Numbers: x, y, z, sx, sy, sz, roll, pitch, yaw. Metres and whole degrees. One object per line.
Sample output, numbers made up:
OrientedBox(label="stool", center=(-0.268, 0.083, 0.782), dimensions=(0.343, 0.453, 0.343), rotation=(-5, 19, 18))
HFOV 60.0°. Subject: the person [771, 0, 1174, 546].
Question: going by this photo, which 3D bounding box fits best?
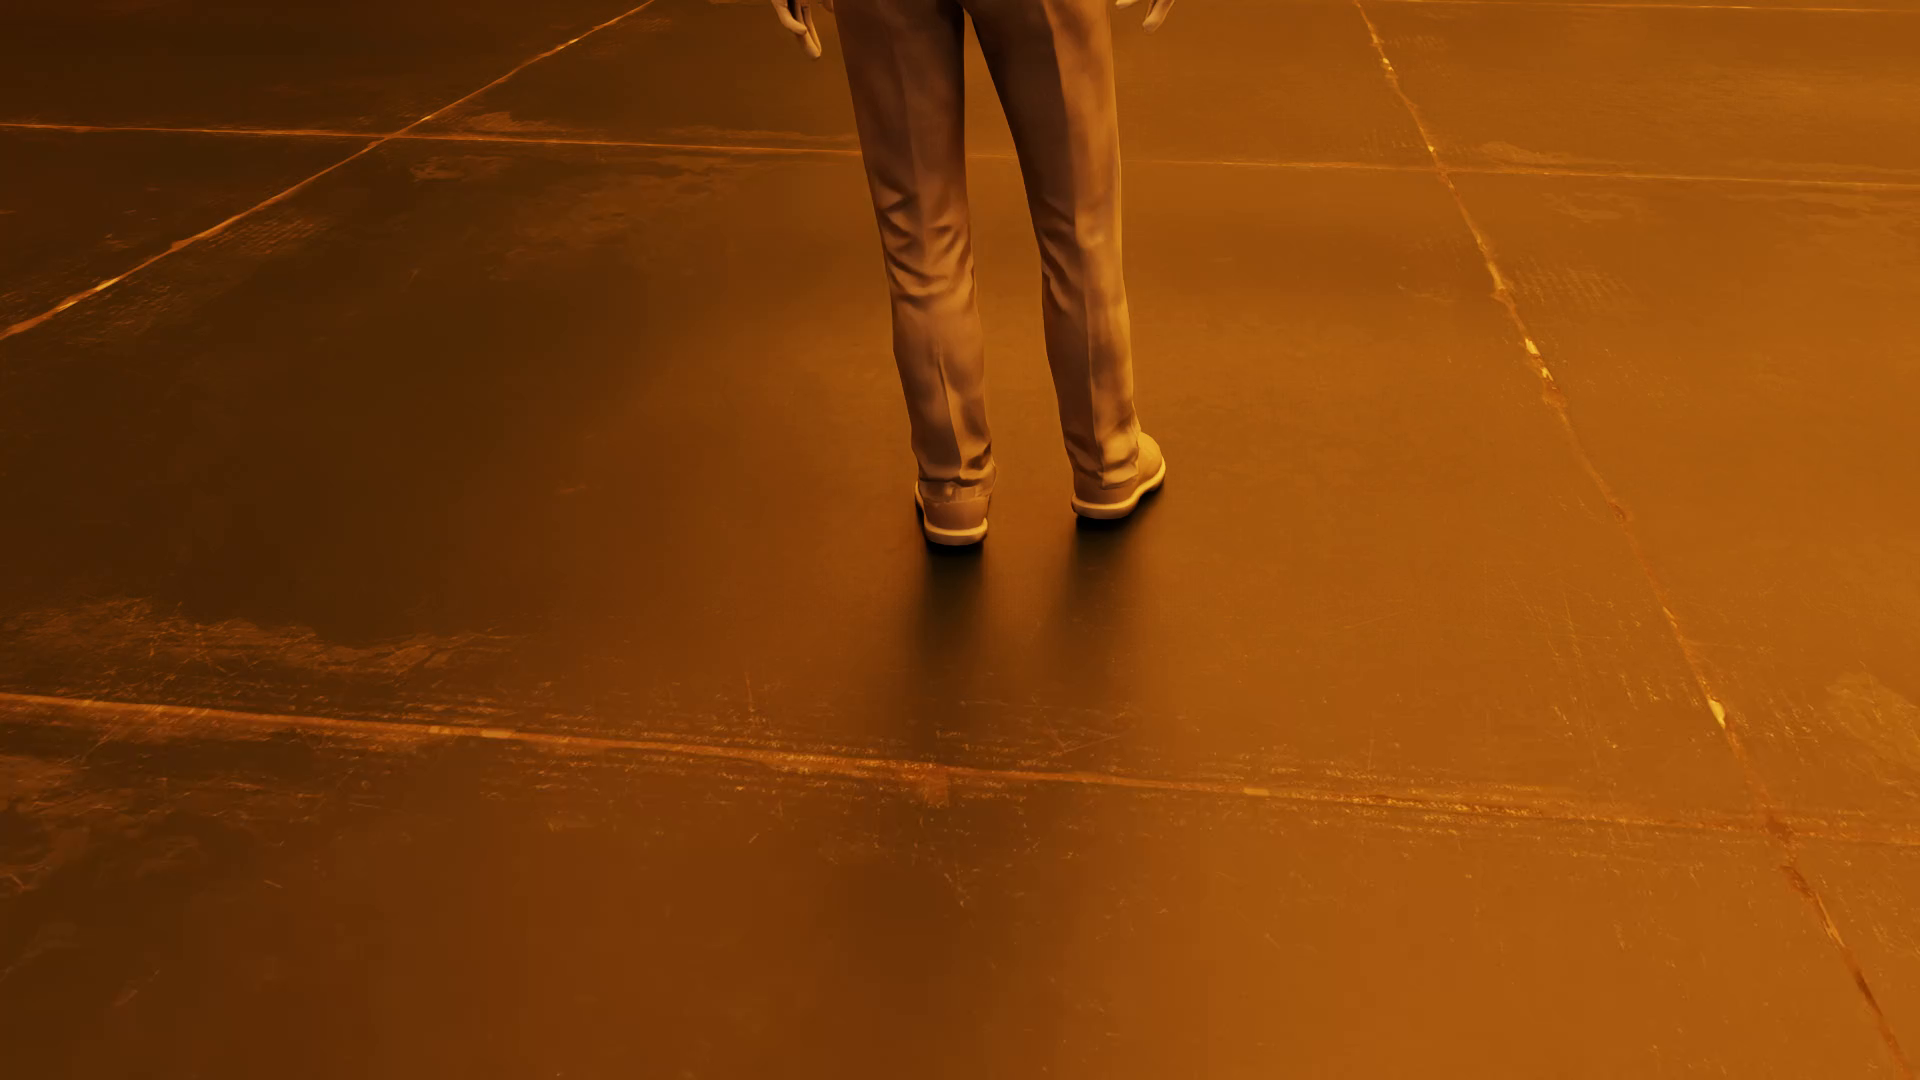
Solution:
OrientedBox(label="person", center=(0.016, -0.795, 2.179), dimensions=(0.587, 1.694, 0.530), rotation=(3, 27, 7))
